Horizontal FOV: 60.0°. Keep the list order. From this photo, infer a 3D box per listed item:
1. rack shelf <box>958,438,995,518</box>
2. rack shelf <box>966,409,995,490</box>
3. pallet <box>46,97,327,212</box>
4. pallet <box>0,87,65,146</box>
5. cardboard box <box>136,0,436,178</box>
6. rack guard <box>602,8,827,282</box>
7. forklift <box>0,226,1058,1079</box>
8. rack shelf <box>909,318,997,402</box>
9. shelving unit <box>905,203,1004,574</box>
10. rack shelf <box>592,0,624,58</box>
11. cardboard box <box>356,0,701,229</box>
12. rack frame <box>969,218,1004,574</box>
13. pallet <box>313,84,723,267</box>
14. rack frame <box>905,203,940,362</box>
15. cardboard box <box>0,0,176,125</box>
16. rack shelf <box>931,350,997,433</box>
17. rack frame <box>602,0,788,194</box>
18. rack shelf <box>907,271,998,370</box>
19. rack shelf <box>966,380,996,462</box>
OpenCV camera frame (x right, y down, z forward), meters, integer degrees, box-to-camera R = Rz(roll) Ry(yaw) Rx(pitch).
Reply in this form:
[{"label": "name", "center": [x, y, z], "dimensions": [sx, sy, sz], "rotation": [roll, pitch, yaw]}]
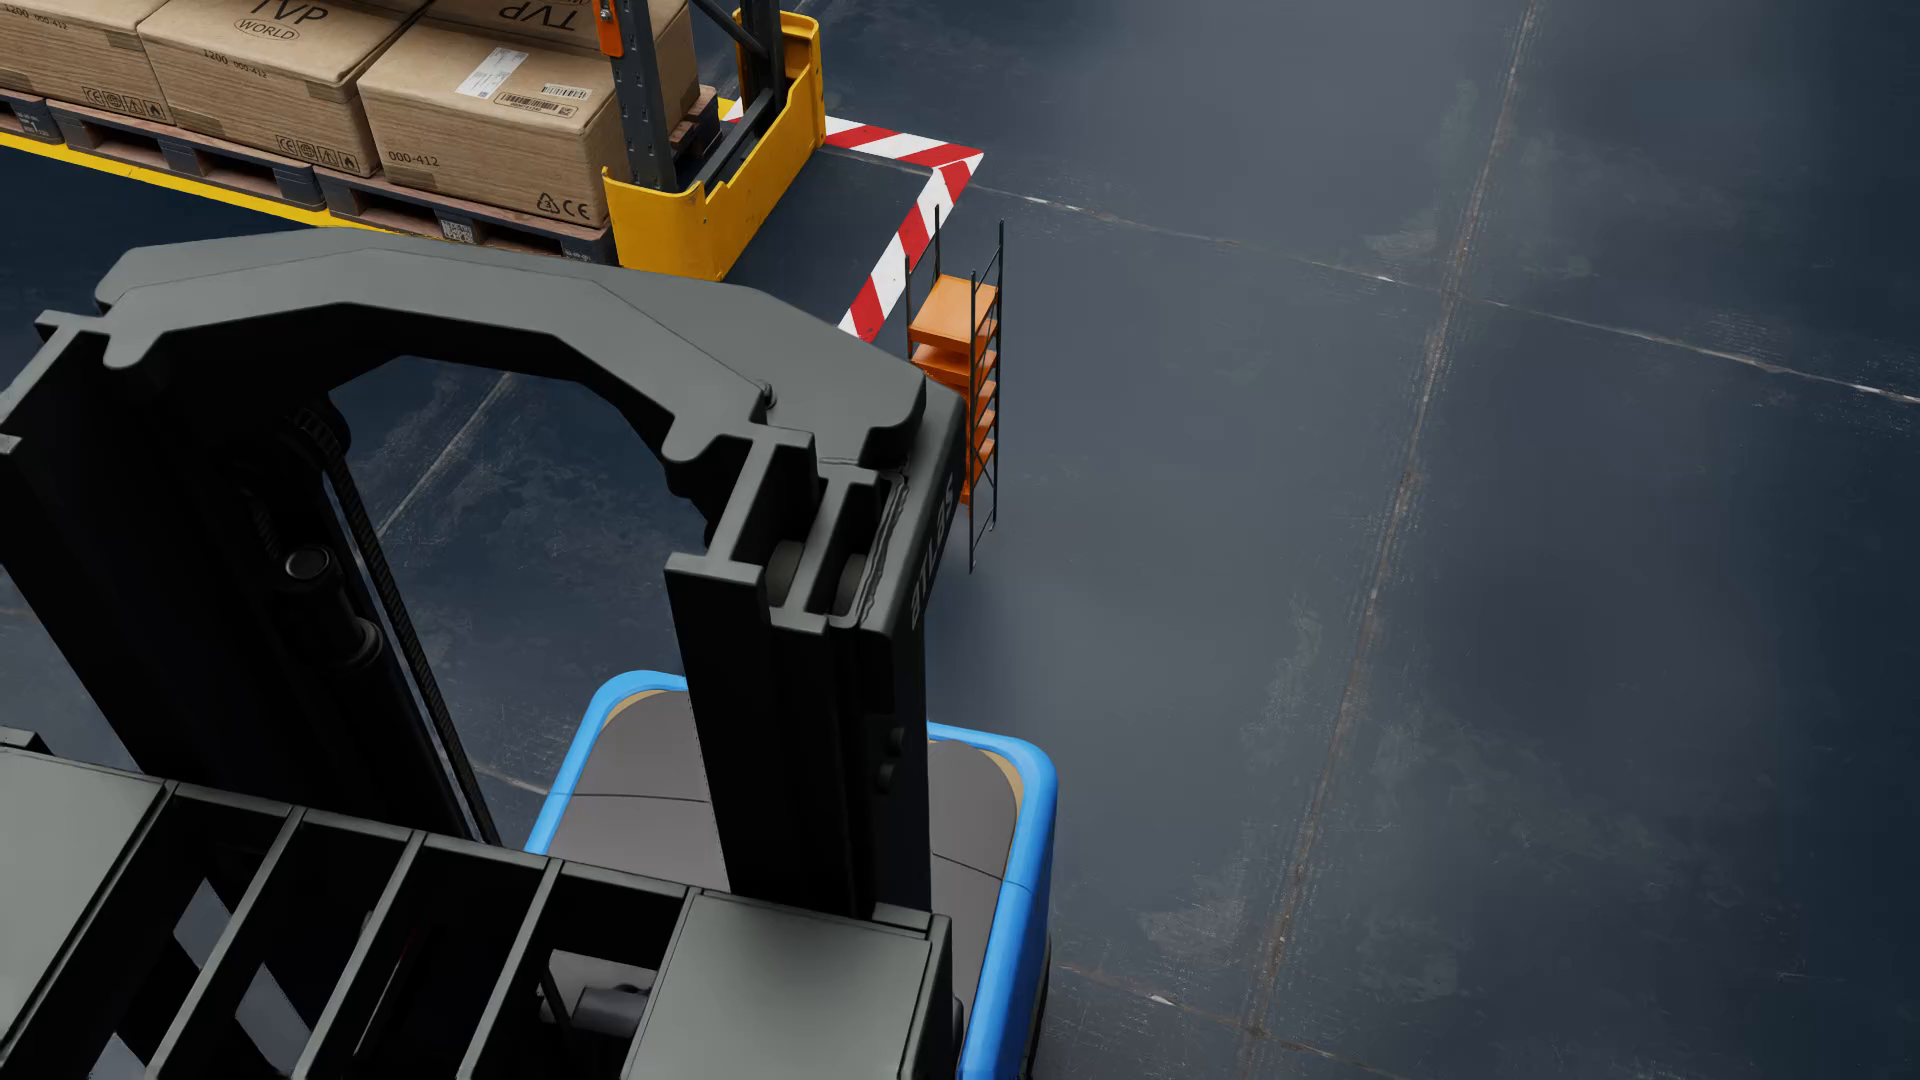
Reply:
[{"label": "rack shelf", "center": [-0.014, -0.210, 5.015], "dimensions": [0.180, 0.103, 0.258], "rotation": [16, 51, 13]}, {"label": "rack shelf", "center": [-0.014, -0.289, 4.924], "dimensions": [0.180, 0.103, 0.258], "rotation": [16, 51, 13]}, {"label": "pallet", "center": [-2.819, -1.822, 6.689], "dimensions": [1.213, 0.211, 1.003], "rotation": [16, 51, 13]}, {"label": "pallet", "center": [-3.967, -2.140, 6.965], "dimensions": [1.213, 0.211, 1.003], "rotation": [16, 51, 13]}, {"label": "cardboard box", "center": [-2.416, -1.894, 6.325], "dimensions": [0.875, 0.438, 0.875], "rotation": [17, 51, 14]}, {"label": "rack guard", "center": [-0.879, -1.435, 6.163], "dimensions": [0.348, 0.500, 1.175], "rotation": [16, 51, 13]}, {"label": "forklift", "center": [-0.602, 1.180, 2.288], "dimensions": [1.130, 2.935, 3.031], "rotation": [10, 50, 8]}, {"label": "rack shelf", "center": [-0.014, -0.525, 4.652], "dimensions": [0.180, 0.103, 0.258], "rotation": [16, 51, 13]}, {"label": "shelving unit", "center": [-0.014, -0.397, 4.800], "dimensions": [0.189, 1.200, 0.258], "rotation": [16, 51, 13]}, {"label": "rack shelf", "center": [-2.777, -2.549, 5.950], "dimensions": [4.000, 0.370, 1.077], "rotation": [16, 51, 13]}, {"label": "cardboard box", "center": [-1.555, -1.661, 6.122], "dimensions": [0.875, 0.438, 0.875], "rotation": [14, 51, 12]}, {"label": "rack frame", "center": [0.072, -0.373, 4.779], "dimensions": [0.006, 1.200, 0.240], "rotation": [16, 51, 13]}, {"label": "pallet", "center": [-1.678, -1.501, 6.411], "dimensions": [1.213, 0.211, 1.003], "rotation": [16, 51, 13]}, {"label": "rack frame", "center": [-0.099, -0.421, 4.821], "dimensions": [0.006, 1.200, 0.240], "rotation": [16, 51, 13]}, {"label": "cardboard box", "center": [-3.261, -2.132, 6.530], "dimensions": [0.875, 0.438, 0.875], "rotation": [14, 51, 12]}, {"label": "rack shelf", "center": [-0.014, -0.446, 4.743], "dimensions": [0.180, 0.103, 0.258], "rotation": [16, 51, 13]}, {"label": "rack frame", "center": [-0.901, -2.260, 5.224], "dimensions": [0.127, 3.000, 1.000], "rotation": [16, 51, 13]}, {"label": "rack shelf", "center": [-0.014, -0.603, 4.561], "dimensions": [0.180, 0.103, 0.258], "rotation": [16, 51, 13]}, {"label": "rack shelf", "center": [-0.014, -0.368, 4.833], "dimensions": [0.180, 0.103, 0.258], "rotation": [16, 51, 13]}]
